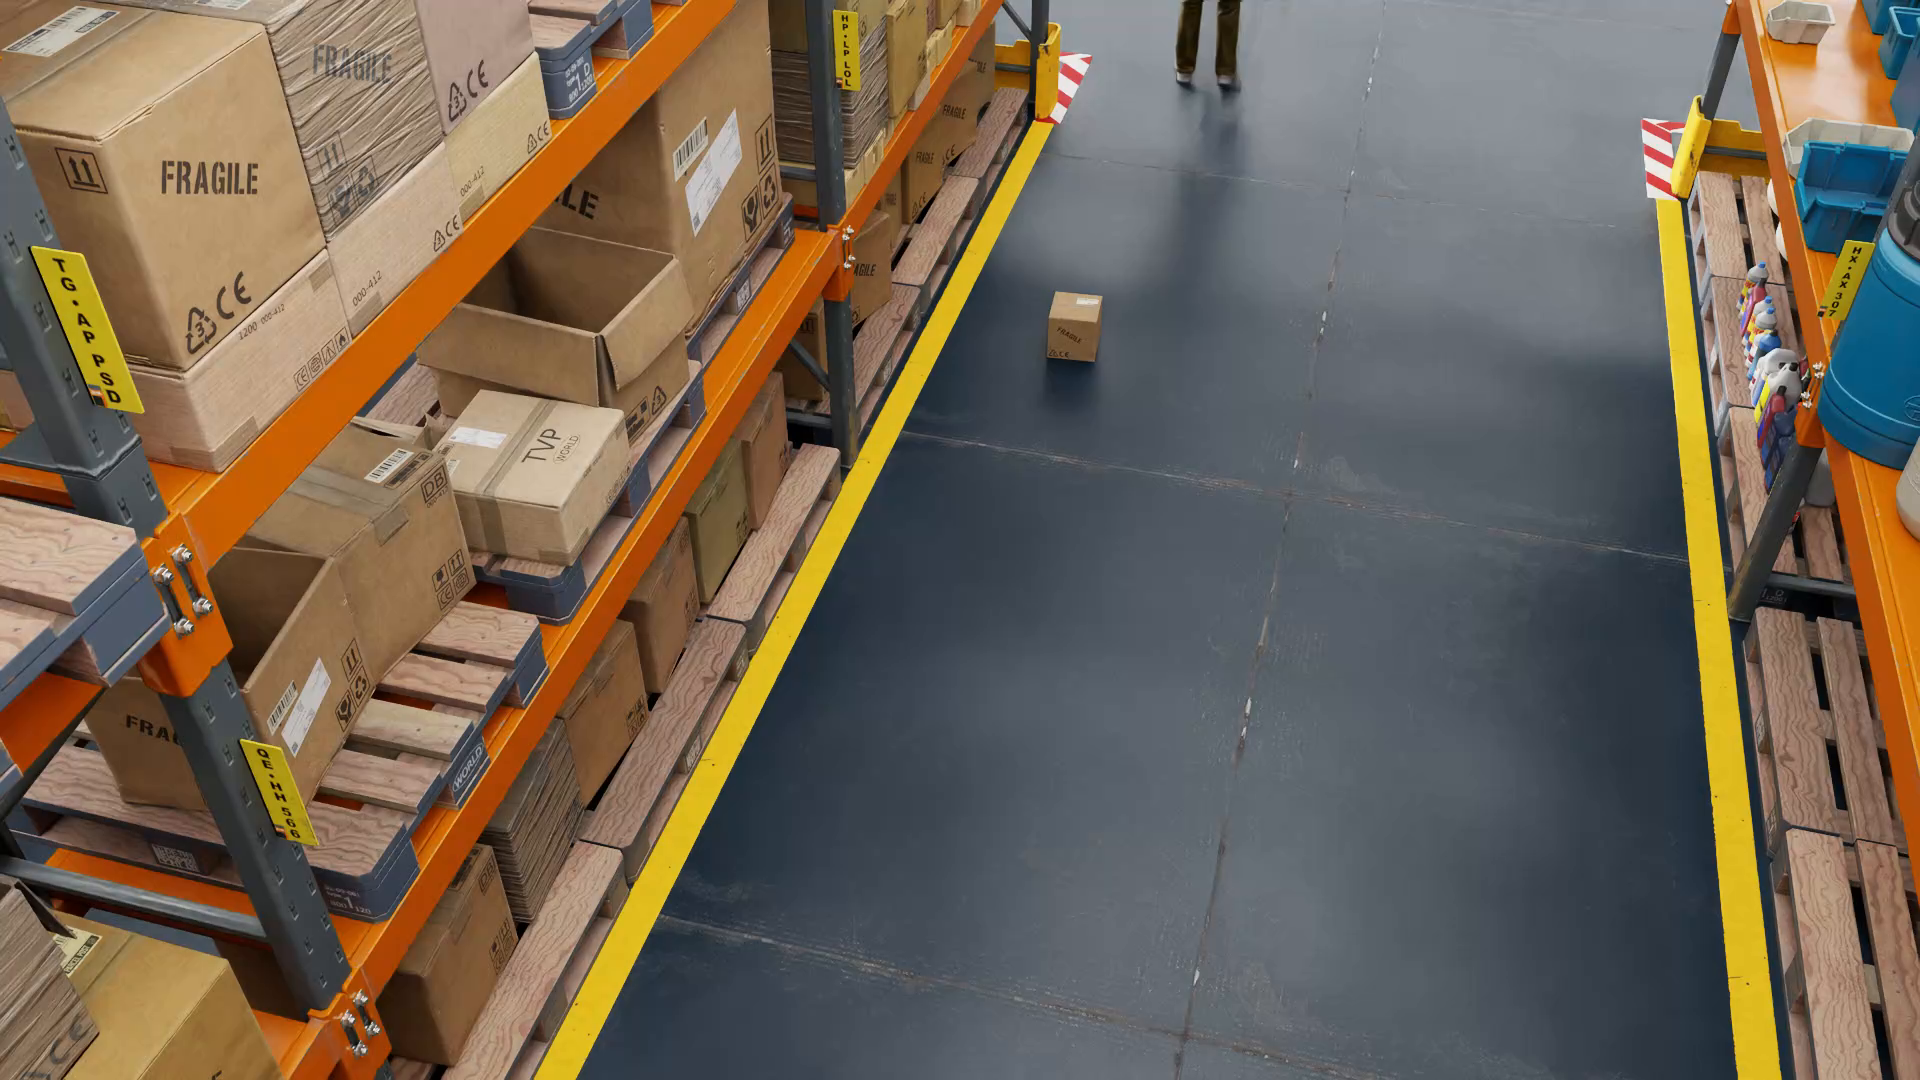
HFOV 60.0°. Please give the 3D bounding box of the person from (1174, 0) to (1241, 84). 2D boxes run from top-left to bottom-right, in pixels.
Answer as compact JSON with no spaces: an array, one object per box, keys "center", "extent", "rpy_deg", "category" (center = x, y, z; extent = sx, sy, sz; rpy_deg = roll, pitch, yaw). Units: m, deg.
[{"center":[1.610,-3.766,10.568],"extent":[0.591,1.806,0.490],"rpy_deg":[6,41,7],"category":"person"}]
